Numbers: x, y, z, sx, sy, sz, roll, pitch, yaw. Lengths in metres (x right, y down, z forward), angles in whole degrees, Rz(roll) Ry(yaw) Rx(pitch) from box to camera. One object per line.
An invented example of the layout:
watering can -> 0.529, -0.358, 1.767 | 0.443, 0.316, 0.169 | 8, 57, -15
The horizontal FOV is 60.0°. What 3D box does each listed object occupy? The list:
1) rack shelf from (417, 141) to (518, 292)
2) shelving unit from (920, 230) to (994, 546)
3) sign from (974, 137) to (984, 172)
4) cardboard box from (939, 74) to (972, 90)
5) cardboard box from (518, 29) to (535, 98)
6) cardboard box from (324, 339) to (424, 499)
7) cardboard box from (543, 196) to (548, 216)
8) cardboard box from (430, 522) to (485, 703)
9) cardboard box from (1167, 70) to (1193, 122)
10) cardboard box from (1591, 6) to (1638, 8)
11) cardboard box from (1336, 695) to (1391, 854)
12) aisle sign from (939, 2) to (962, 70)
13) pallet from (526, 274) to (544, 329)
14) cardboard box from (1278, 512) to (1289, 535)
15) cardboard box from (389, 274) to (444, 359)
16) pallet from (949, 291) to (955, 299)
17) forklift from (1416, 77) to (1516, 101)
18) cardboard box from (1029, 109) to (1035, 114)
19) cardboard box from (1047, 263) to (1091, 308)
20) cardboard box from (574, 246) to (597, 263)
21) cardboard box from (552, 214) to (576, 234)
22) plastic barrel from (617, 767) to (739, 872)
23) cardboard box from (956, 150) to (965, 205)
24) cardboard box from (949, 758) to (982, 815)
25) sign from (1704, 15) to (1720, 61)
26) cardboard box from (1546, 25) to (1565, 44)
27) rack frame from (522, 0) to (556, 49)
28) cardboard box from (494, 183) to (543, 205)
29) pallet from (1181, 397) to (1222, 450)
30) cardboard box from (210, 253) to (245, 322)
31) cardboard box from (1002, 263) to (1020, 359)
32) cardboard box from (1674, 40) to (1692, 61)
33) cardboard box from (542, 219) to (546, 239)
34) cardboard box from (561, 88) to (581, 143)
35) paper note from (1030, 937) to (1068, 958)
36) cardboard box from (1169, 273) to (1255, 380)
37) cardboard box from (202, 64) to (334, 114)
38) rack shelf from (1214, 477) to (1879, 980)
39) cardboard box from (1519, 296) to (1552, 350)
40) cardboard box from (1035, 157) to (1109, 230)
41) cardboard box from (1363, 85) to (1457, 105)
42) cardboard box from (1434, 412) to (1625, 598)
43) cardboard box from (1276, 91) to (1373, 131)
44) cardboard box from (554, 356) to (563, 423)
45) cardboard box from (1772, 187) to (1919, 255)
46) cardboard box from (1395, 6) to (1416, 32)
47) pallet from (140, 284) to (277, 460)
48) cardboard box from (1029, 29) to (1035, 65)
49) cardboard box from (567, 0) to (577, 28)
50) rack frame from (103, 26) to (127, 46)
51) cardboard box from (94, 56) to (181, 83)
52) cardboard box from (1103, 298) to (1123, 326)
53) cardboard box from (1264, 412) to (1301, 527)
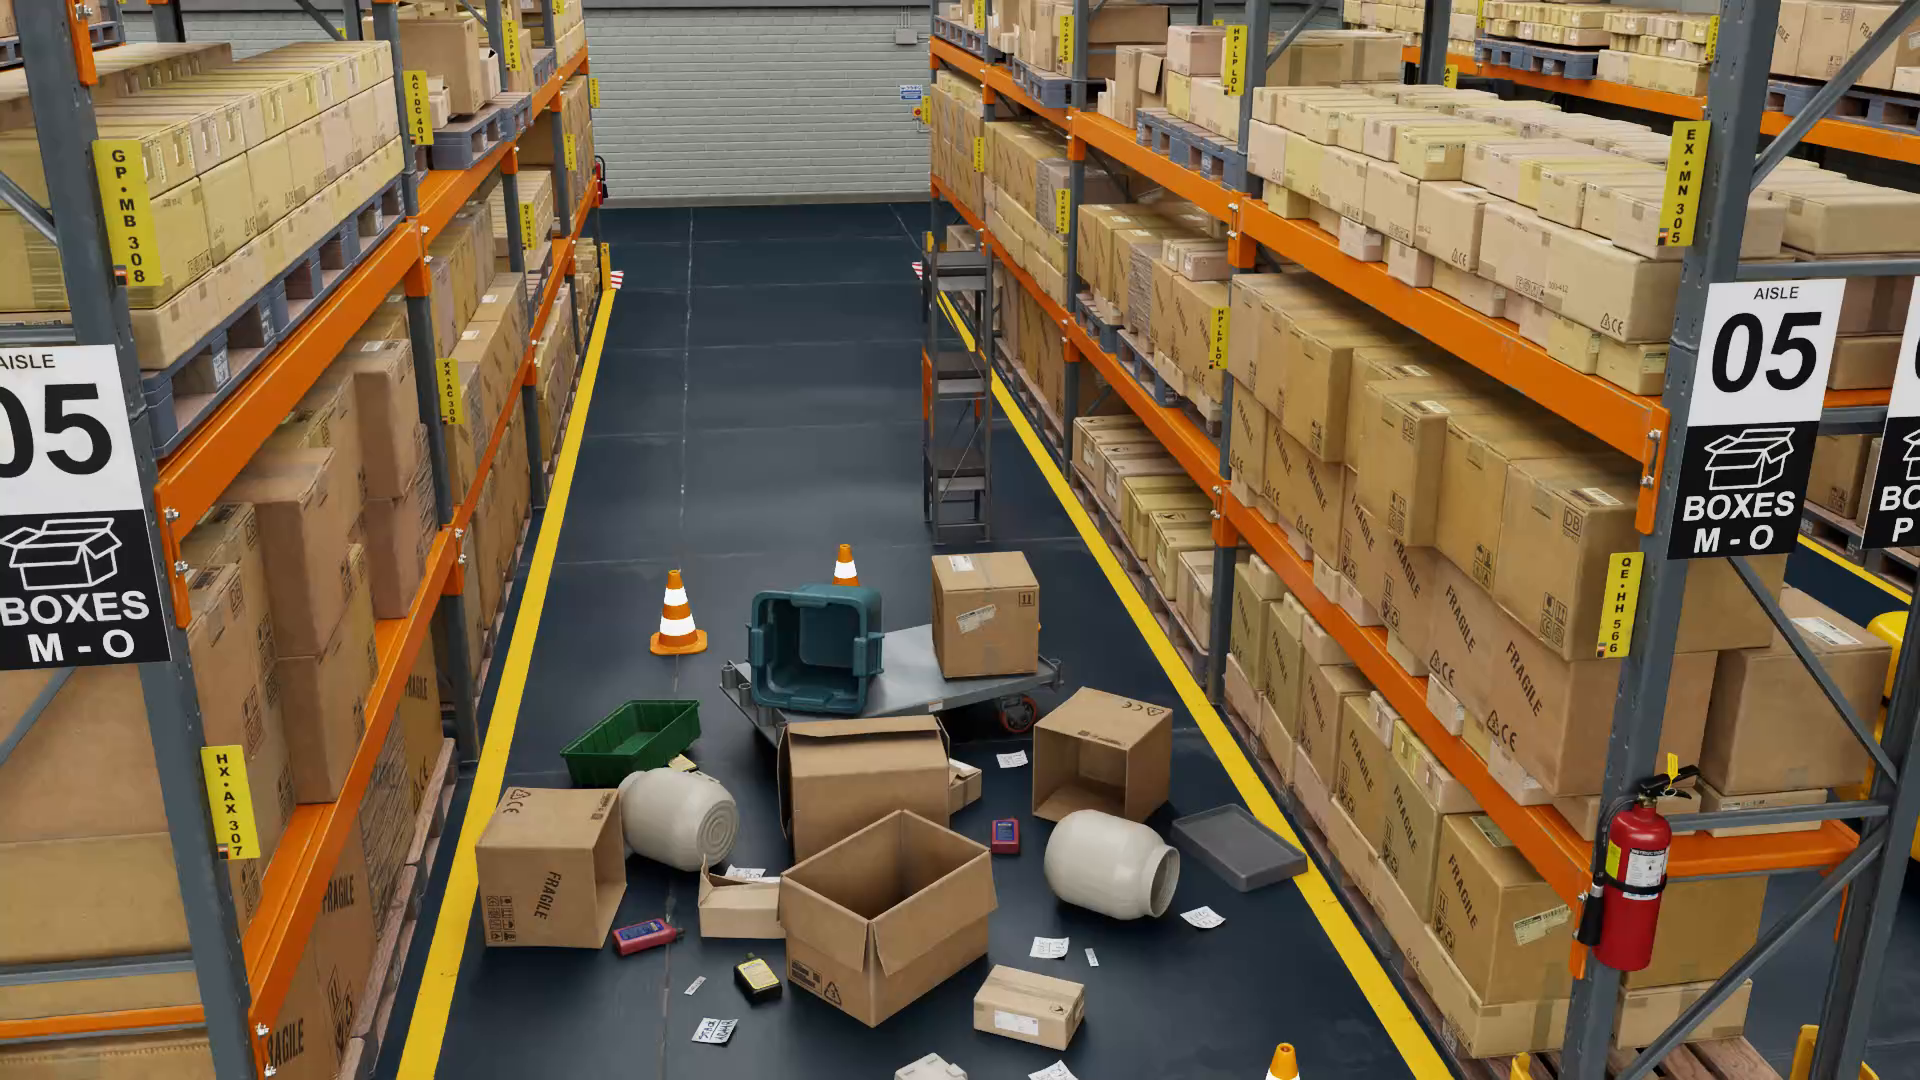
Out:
rack shelf -> -3.287, -2.001, 9.528 | 1.077, 0.370, 4.000 | -3, 21, -8
shelving unit -> -0.024, -1.041, 11.502 | 0.431, 2.100, 0.503 | -3, 21, -8
sign -> 0.183, -3.709, 16.010 | 0.100, 0.325, 0.005 | -3, 21, -8
cardboard box -> -0.035, -5.179, 18.797 | 0.380, 0.149, 0.250 | -2, 21, -6
cardboard box -> -3.551, -3.634, 12.730 | 0.500, 0.500, 0.500 | -3, 21, -8
cardboard box -> -2.785, -0.503, 7.017 | 0.875, 0.550, 0.550 | -3, 21, -8
cardboard box -> -3.827, -2.924, 14.591 | 0.380, 0.149, 0.250 | -2, 21, -5
cardboard box -> -3.177, 0.406, 8.957 | 1.050, 0.750, 0.750 | -3, 21, -8
cardboard box -> 1.517, -2.604, 9.728 | 0.500, 0.250, 0.500 | -3, 21, -7
cardboard box -> 5.946, -4.762, 15.083 | 0.380, 0.149, 0.250 | -4, 21, -9
cardboard box -> 1.944, 0.980, 7.064 | 0.500, 0.500, 0.500 | -3, 21, -9
aisle sign -> -0.142, -5.908, 19.532 | 0.394, 0.787, 0.004 | -3, 21, -8
pallet -> -3.783, -1.777, 12.461 | 1.213, 0.211, 1.003 | -3, 21, -8
cardboard box -> 1.769, -0.107, 8.075 | 0.380, 0.149, 0.250 | -3, 21, -8
cardboard box -> -3.152, -1.106, 8.817 | 0.700, 0.500, 0.500 | -3, 21, -9
pallet -> 0.348, -3.101, 19.717 | 1.003, 0.211, 1.213 | -3, 21, -8
forklift -> 4.027, -2.045, 13.002 | 1.130, 2.935, 3.031 | -6, 21, -15
cardboard box -> 0.890, -4.325, 16.509 | 0.380, 0.149, 0.250 | -3, 21, -7
cardboard box -> 0.979, -2.002, 13.004 | 0.500, 0.250, 0.500 | -4, 21, -10
cardboard box -> -4.259, -3.192, 18.599 | 0.380, 0.149, 0.250 | -3, 21, -9
cardboard box -> -3.869, -3.007, 15.840 | 0.380, 0.149, 0.250 | -2, 21, -6
plastic barrel -> -1.317, 1.282, 7.680 | 0.512, 0.421, 0.421 | 12, 24, 30
cardboard box -> 0.245, -3.841, 17.570 | 0.500, 0.500, 0.500 | -3, 21, -9
cardboard box -> -0.121, 1.146, 8.269 | 0.396, 0.266, 0.258 | 17, 27, 39
sign -> 5.683, -3.783, 12.531 | 0.100, 0.325, 0.005 | -3, 21, -8
cardboard box -> 5.470, -4.513, 14.840 | 0.380, 0.149, 0.250 | -2, 21, -6
rack frame -> -4.152, -5.821, 14.440 | 1.000, 3.000, 0.127 | -3, 21, -8
cardboard box -> -3.788, -2.966, 14.278 | 0.380, 0.149, 0.250 | -3, 21, -8
pallet -> 1.919, -0.707, 9.597 | 1.003, 0.211, 1.213 | -3, 21, -8
cardboard box -> -2.227, -0.697, 4.623 | 0.380, 0.149, 0.250 | -3, 21, -8
cardboard box -> 0.900, -2.286, 15.986 | 0.875, 0.875, 0.875 | -2, 21, -6
cardboard box -> 5.912, -3.885, 13.188 | 0.380, 0.149, 0.250 | -3, 21, -9
cardboard box -> -3.791, -2.699, 14.414 | 0.380, 0.149, 0.250 | -4, 21, -11
cardboard box -> -4.180, -4.366, 17.122 | 0.500, 0.500, 0.500 | -4, 21, -10
paper note -> 0.382, 1.727, 7.064 | 0.148, 0.019, 0.142 | 4, 21, 11
cardboard box -> 1.519, -1.228, 9.549 | 0.500, 0.500, 0.500 | -3, 21, -7
cardboard box -> -2.449, -1.598, 5.896 | 0.380, 0.149, 0.250 | -3, 21, -8
rack shelf -> 2.173, 0.504, 7.107 | 1.077, 0.370, 4.000 | -3, 21, -8
cardboard box -> 2.061, -0.716, 5.417 | 0.380, 0.149, 0.250 | -2, 21, -6
cardboard box -> 0.893, -2.769, 13.270 | 0.500, 0.500, 0.500 | -3, 21, -7
cardboard box -> 2.147, -2.088, 7.951 | 0.380, 0.149, 0.250 | -2, 21, -7
cardboard box -> 2.107, -0.136, 5.797 | 0.700, 0.500, 0.500 | -3, 21, -7
cardboard box -> 1.674, -1.972, 7.642 | 0.380, 0.149, 0.250 | -2, 21, -6
cardboard box -> -3.579, -1.260, 13.776 | 0.500, 0.500, 0.500 | -3, 21, -9
cardboard box -> 2.612, -0.935, 4.864 | 0.380, 0.149, 0.250 | -3, 21, -8
cardboard box -> 5.113, -5.708, 18.214 | 0.500, 0.250, 0.500 | -3, 21, -9
pallet -> -2.539, -0.476, 4.542 | 1.003, 0.211, 1.213 | -3, 21, -8
cardboard box -> 0.764, -3.908, 13.198 | 0.396, 0.266, 0.258 | -3, 21, -9
cardboard box -> -4.264, -5.463, 17.270 | 0.500, 0.250, 0.500 | -3, 21, -7
rack frame -> -9.651, -4.180, 18.621 | 1.000, 3.000, 0.127 | -3, 21, -8
cardboard box -> -3.172, -1.738, 6.272 | 0.380, 0.149, 0.250 | -3, 21, -9
cardboard box -> 1.192, -1.574, 11.403 | 0.380, 0.149, 0.250 | -3, 21, -7
cardboard box -> 1.768, -0.372, 7.858 | 0.500, 0.500, 0.500 | -3, 21, -8
